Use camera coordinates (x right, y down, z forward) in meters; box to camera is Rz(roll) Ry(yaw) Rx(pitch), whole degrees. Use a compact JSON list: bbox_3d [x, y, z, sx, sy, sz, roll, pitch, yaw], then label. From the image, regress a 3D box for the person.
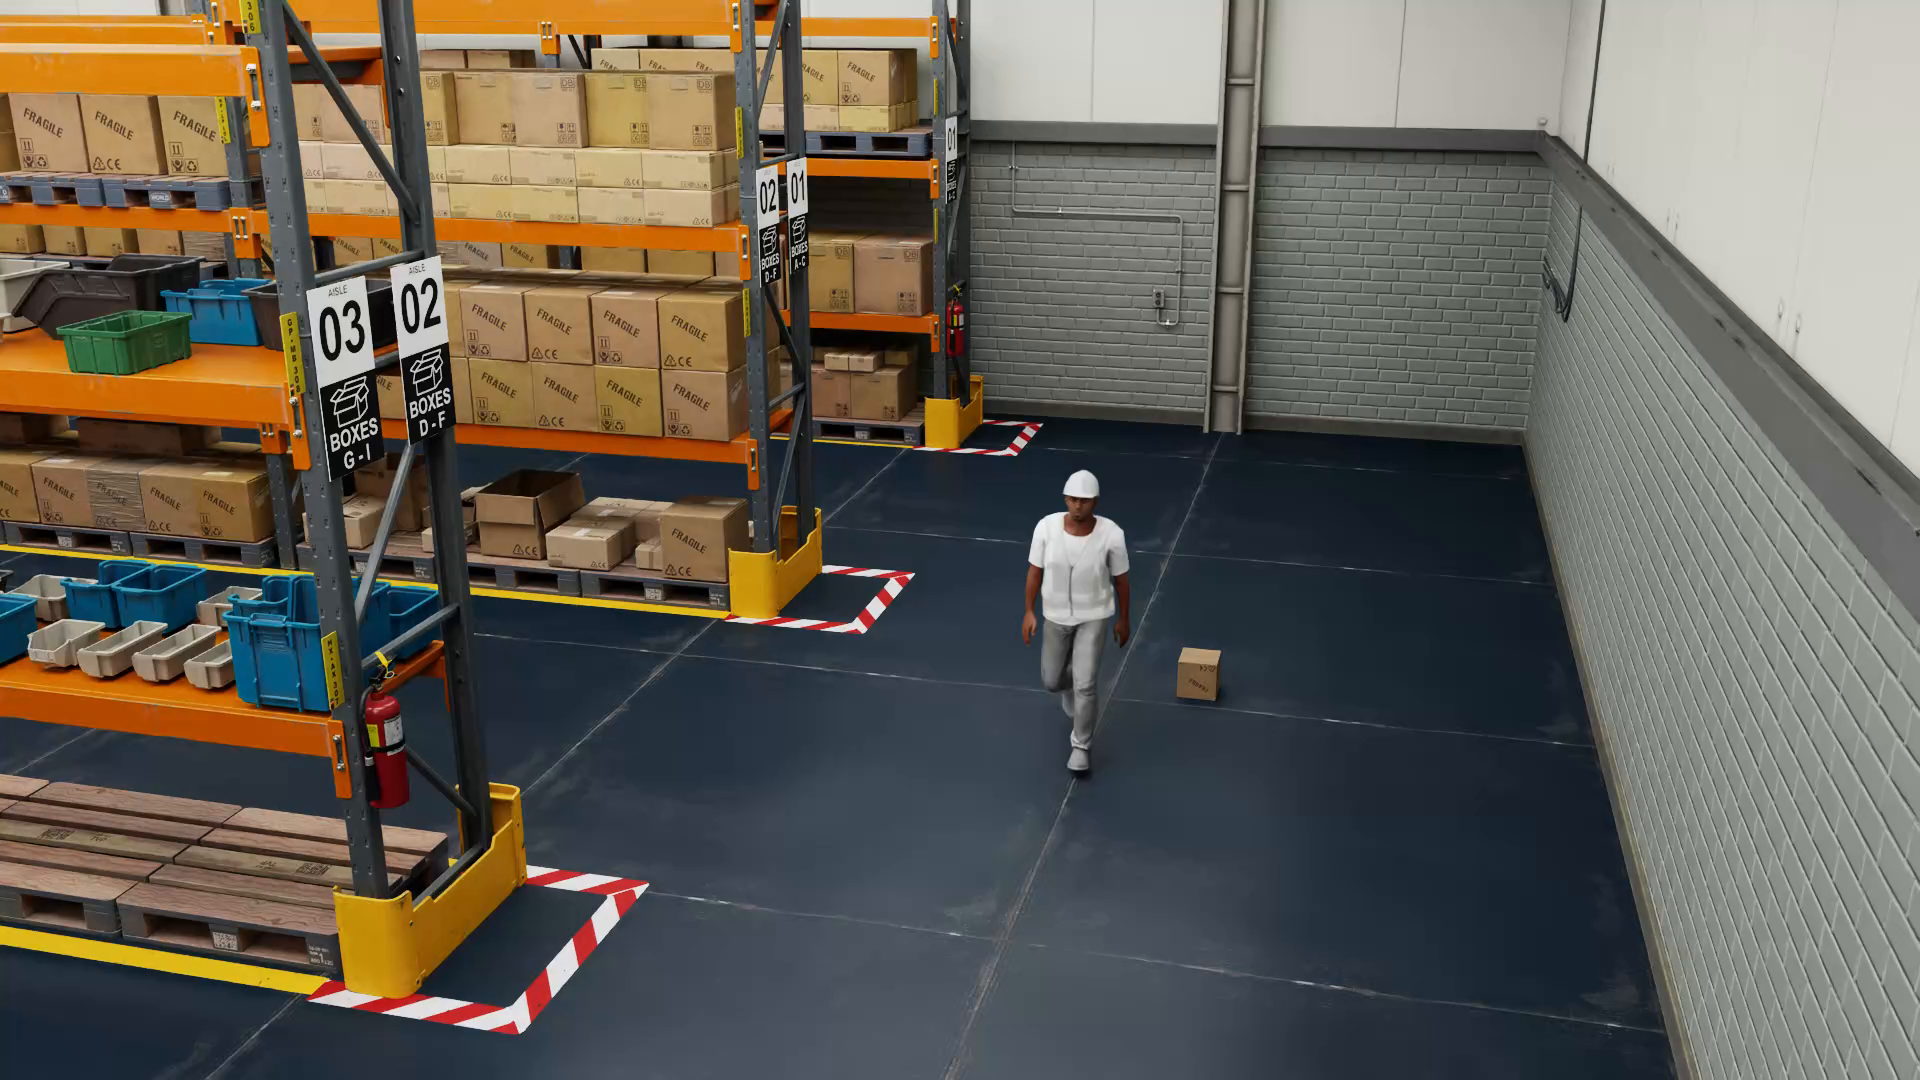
[{"bbox_3d":[0.693,0.418,9.721,0.604,1.742,0.779,6,19,17],"label":"person"}]
